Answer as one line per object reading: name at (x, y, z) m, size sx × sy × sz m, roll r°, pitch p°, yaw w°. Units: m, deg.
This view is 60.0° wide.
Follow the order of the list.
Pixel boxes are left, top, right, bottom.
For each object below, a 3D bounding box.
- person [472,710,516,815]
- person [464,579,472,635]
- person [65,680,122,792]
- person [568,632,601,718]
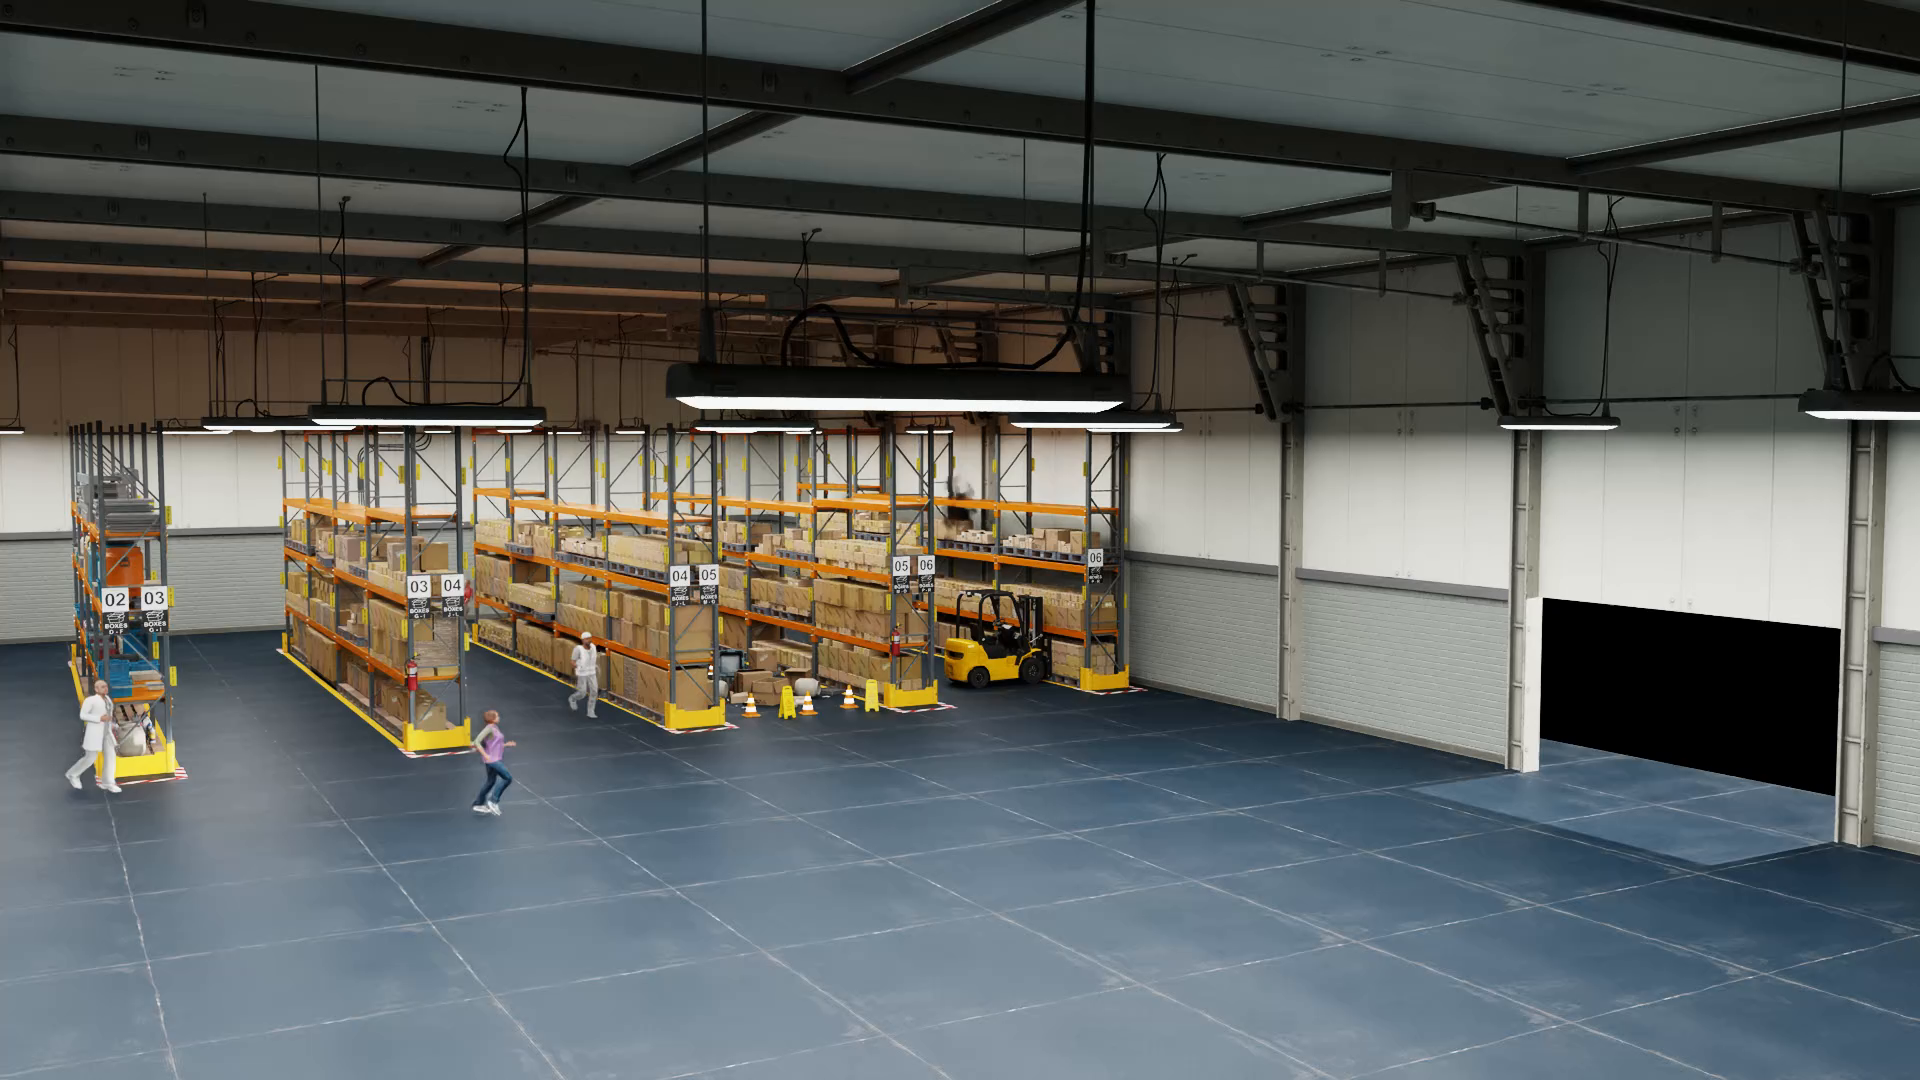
person at (-7.058, 3.363, 25.178) m, size 0.667 × 1.597 × 0.505 m, roll -1°, pitch 4°, yaw -10°
person at (-14.310, 1.955, 47.801) m, size 0.572 × 1.686 × 0.791 m, roll -1°, pitch 4°, yaw -17°
person at (-13.970, 3.168, 26.941) m, size 0.975 × 1.790 × 0.718 m, roll 1°, pitch 4°, yaw 17°
person at (-7.670, 2.744, 34.021) m, size 0.671 × 1.753 × 0.801 m, roll -3°, pitch 5°, yaw -44°
